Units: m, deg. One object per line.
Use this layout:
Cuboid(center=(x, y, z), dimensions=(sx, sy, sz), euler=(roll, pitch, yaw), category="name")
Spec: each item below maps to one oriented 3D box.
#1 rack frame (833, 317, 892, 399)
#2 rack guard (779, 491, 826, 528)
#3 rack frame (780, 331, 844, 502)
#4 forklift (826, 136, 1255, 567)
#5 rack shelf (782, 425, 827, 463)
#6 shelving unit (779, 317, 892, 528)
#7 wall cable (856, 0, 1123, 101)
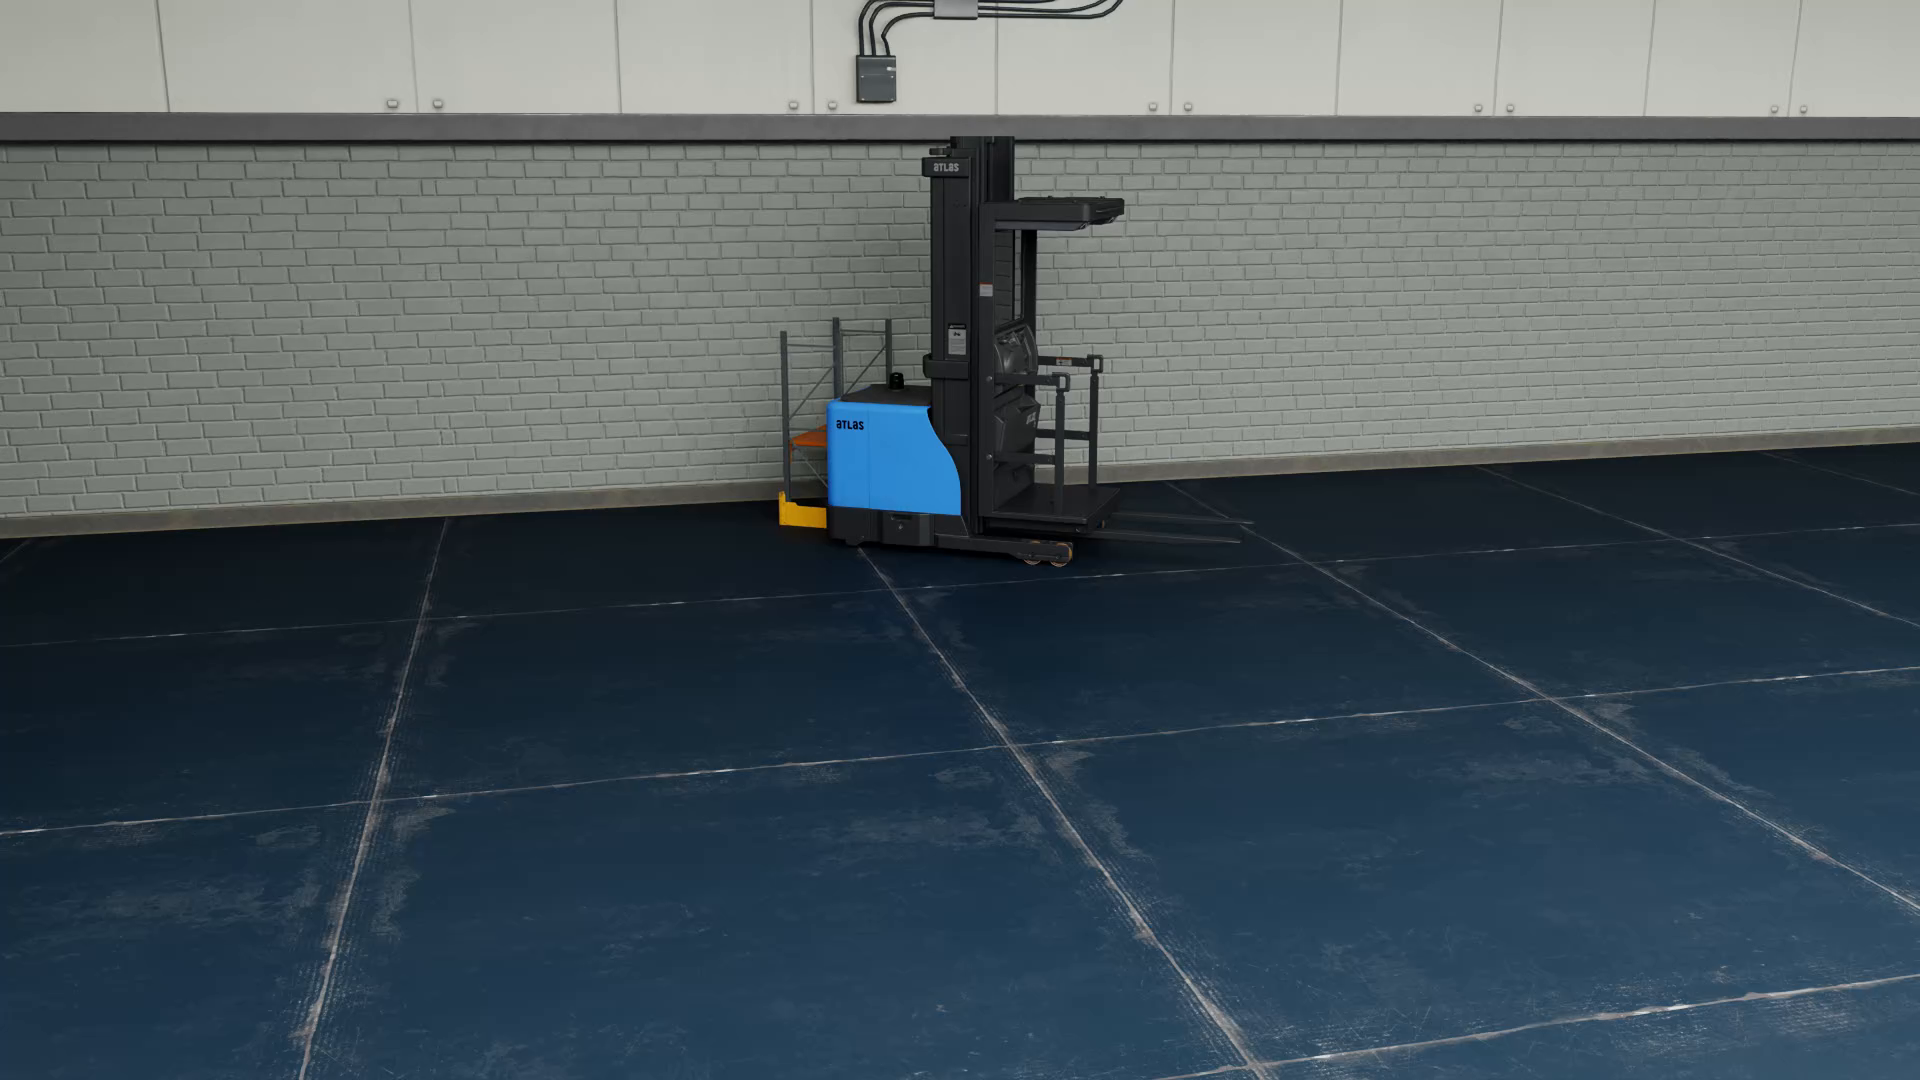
Cuboid(center=(-0.792, -1.063, 13.620), dimensions=(0.500, 1.500, 0.032), euler=(5, 14, 18), category="rack frame")
Cuboid(center=(-1.118, -0.228, 12.834), dimensions=(0.587, 0.250, 0.087), euler=(5, 14, 18), category="rack guard")
Cuboid(center=(-1.118, -0.835, 12.684), dimensions=(0.500, 1.500, 0.032), euler=(5, 14, 18), category="rack frame")
Cuboid(center=(0.591, -1.378, 11.890), dimensions=(3.031, 2.935, 1.130), euler=(4, 14, 18), category="forklift")
Cuboid(center=(-0.955, -0.774, 13.195), dimensions=(0.538, 0.185, 1.000), euler=(5, 14, 18), category="rack shelf")
Cuboid(center=(-0.958, -0.947, 13.144), dimensions=(0.587, 1.500, 1.083), euler=(5, 14, 18), category="shelving unit")
Cuboid(center=(0.312, -6.454, 12.716), dimensions=(2.305, 6.003, 0.169), euler=(-3, 14, -13), category="wall cable")
